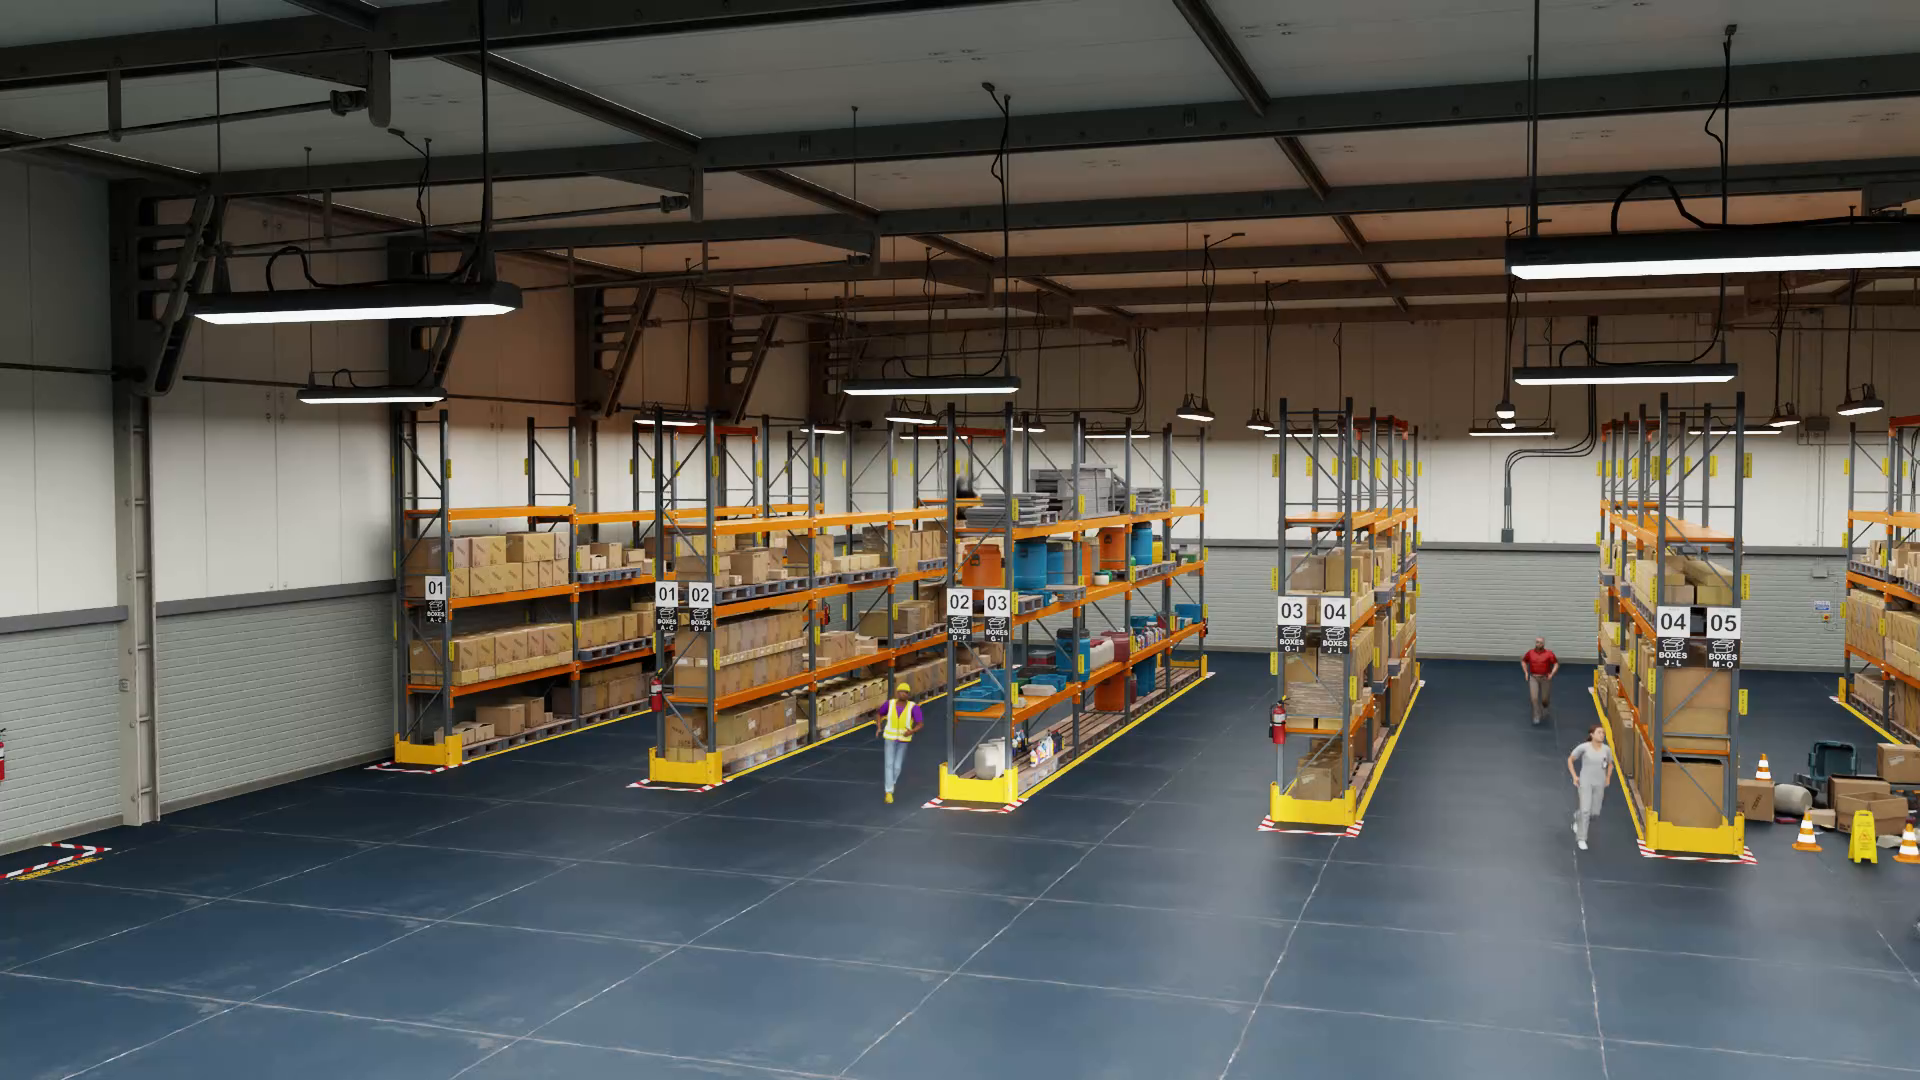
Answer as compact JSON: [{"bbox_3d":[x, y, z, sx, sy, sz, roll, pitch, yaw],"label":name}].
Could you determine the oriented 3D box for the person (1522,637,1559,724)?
[{"bbox_3d":[11.412,2.748,32.736,0.699,1.683,0.792,1,3,23],"label":"person"}]

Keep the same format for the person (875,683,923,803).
[{"bbox_3d":[-0.922,3.047,25.272,0.725,1.764,0.843,0,2,-4],"label":"person"}]

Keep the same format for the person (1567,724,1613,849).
[{"bbox_3d":[8.398,3.252,22.152,0.598,1.631,0.667,0,2,1],"label":"person"}]
